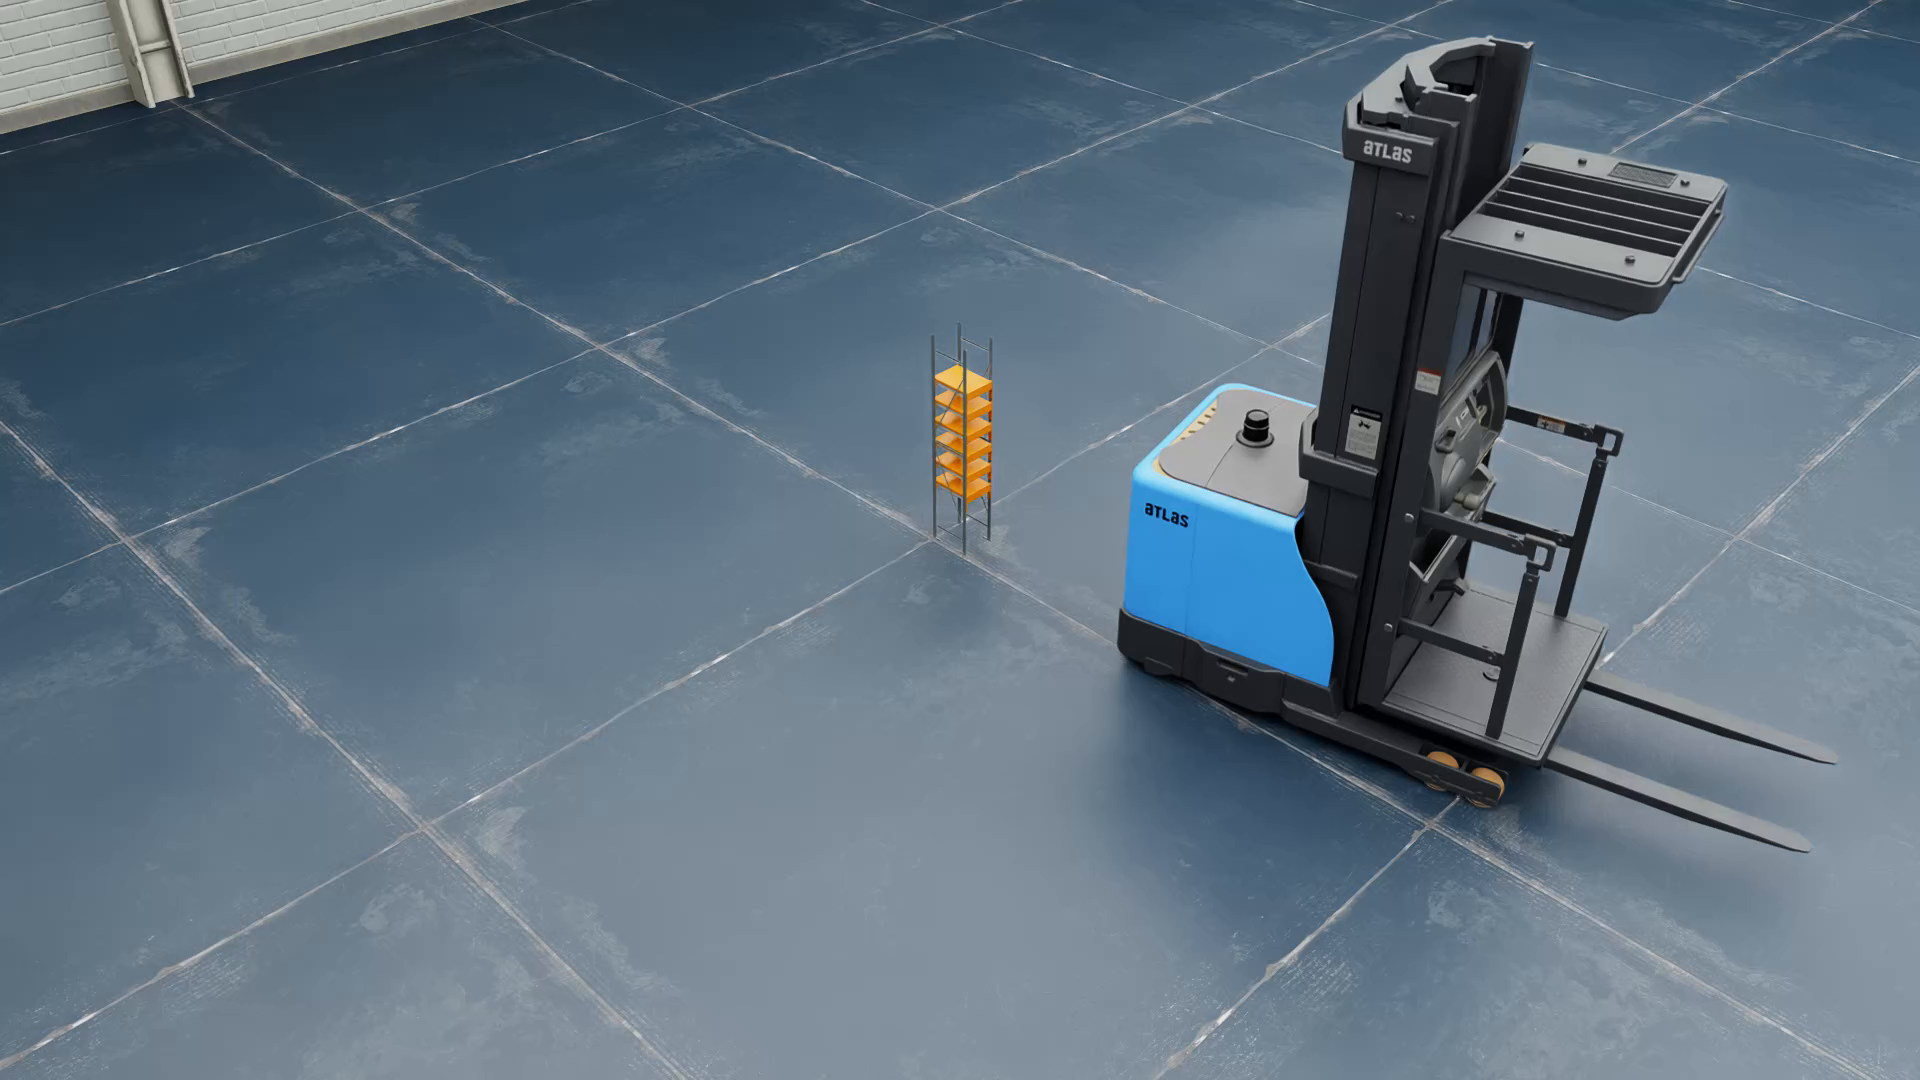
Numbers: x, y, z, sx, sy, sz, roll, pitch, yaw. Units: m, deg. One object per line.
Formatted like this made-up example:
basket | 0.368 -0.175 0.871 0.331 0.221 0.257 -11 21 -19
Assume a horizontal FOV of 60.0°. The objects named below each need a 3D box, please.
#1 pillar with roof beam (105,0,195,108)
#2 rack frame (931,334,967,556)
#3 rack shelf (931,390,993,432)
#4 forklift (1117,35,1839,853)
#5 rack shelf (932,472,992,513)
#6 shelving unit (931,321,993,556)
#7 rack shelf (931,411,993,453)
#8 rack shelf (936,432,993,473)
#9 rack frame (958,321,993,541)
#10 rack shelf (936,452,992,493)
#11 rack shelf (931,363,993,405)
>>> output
pillar with roof beam | -3.704 -5.715 9.068 9.100 9.000 0.400 30 45 35
rack frame | -0.054 -0.461 8.353 0.240 1.200 0.006 30 45 35
rack shelf | 0.010 -0.658 8.294 0.258 0.103 0.180 30 45 35
forklift | 2.265 -0.409 6.765 3.031 2.935 1.130 20 40 26
rack shelf | 0.010 -0.265 8.569 0.258 0.103 0.180 30 45 35
shelving unit | 0.010 -0.498 8.406 0.258 1.200 0.189 30 45 35
rack shelf | 0.010 -0.560 8.363 0.258 0.103 0.180 30 45 35
rack shelf | 0.010 -0.462 8.431 0.258 0.103 0.180 30 45 35
rack frame | 0.075 -0.535 8.459 0.240 1.200 0.006 30 45 35
rack shelf | 0.010 -0.363 8.500 0.258 0.103 0.180 30 45 35
rack shelf | 0.010 -0.757 8.225 0.258 0.103 0.180 30 45 35
